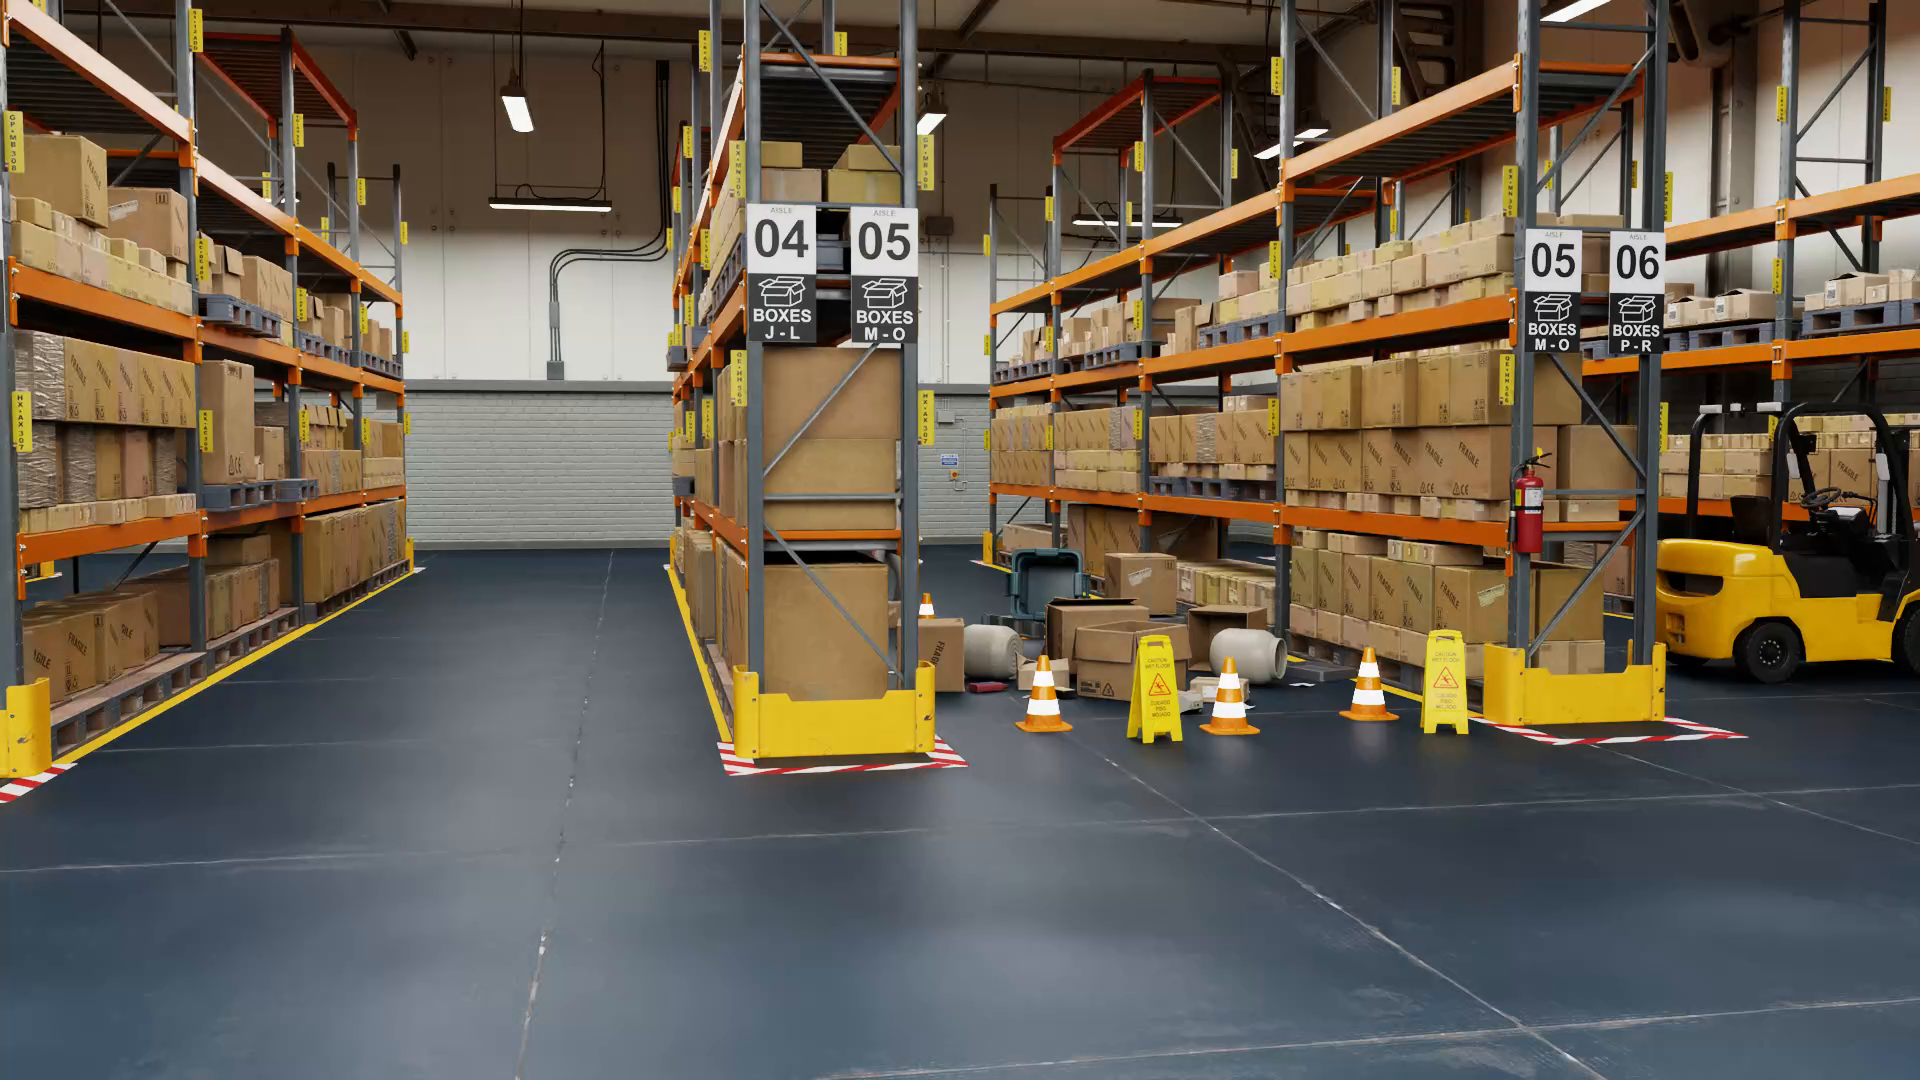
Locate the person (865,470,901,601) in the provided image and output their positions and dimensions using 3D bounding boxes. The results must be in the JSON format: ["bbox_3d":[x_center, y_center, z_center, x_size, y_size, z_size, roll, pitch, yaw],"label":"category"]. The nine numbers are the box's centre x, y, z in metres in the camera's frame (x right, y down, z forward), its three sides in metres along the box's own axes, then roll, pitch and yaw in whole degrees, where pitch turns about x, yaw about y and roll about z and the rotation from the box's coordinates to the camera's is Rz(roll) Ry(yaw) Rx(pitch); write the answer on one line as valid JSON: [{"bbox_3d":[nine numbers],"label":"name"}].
[{"bbox_3d":[-0.729,0.070,17.330,0.581,1.594,0.657,-1,3,-11],"label":"person"}]
